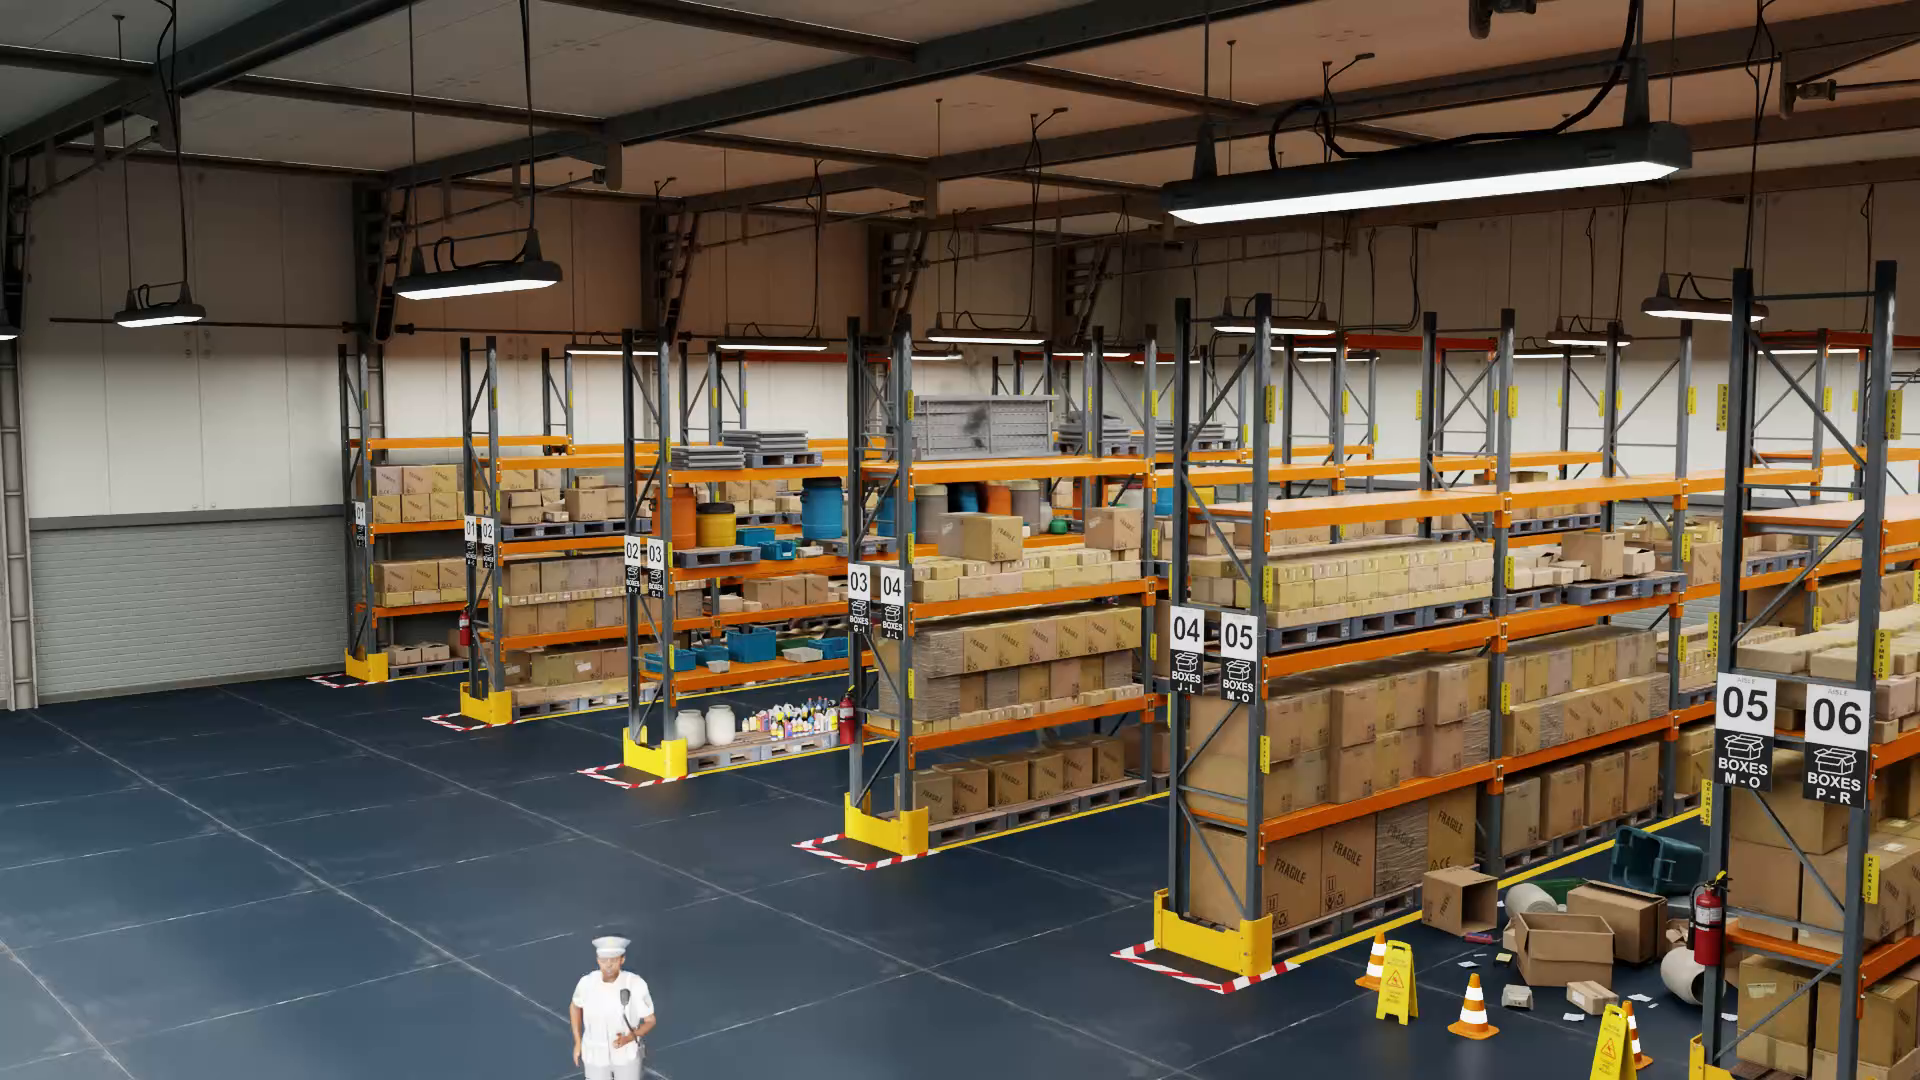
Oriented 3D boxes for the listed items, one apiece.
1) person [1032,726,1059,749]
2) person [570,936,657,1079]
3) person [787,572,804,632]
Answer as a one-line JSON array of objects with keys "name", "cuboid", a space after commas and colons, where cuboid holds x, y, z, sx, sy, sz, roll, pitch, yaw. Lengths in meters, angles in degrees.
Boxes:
[{"name": "person", "cuboid": [1.076, 2.004, 22.547, 0.653, 1.801, 0.579, 5, 7, 43]}, {"name": "person", "cuboid": [-2.238, 3.362, 10.722, 0.574, 1.720, 0.810, 0, 5, -5]}, {"name": "person", "cuboid": [-3.157, 1.447, 32.300, 0.970, 1.633, 0.592, -4, 7, -41]}]
